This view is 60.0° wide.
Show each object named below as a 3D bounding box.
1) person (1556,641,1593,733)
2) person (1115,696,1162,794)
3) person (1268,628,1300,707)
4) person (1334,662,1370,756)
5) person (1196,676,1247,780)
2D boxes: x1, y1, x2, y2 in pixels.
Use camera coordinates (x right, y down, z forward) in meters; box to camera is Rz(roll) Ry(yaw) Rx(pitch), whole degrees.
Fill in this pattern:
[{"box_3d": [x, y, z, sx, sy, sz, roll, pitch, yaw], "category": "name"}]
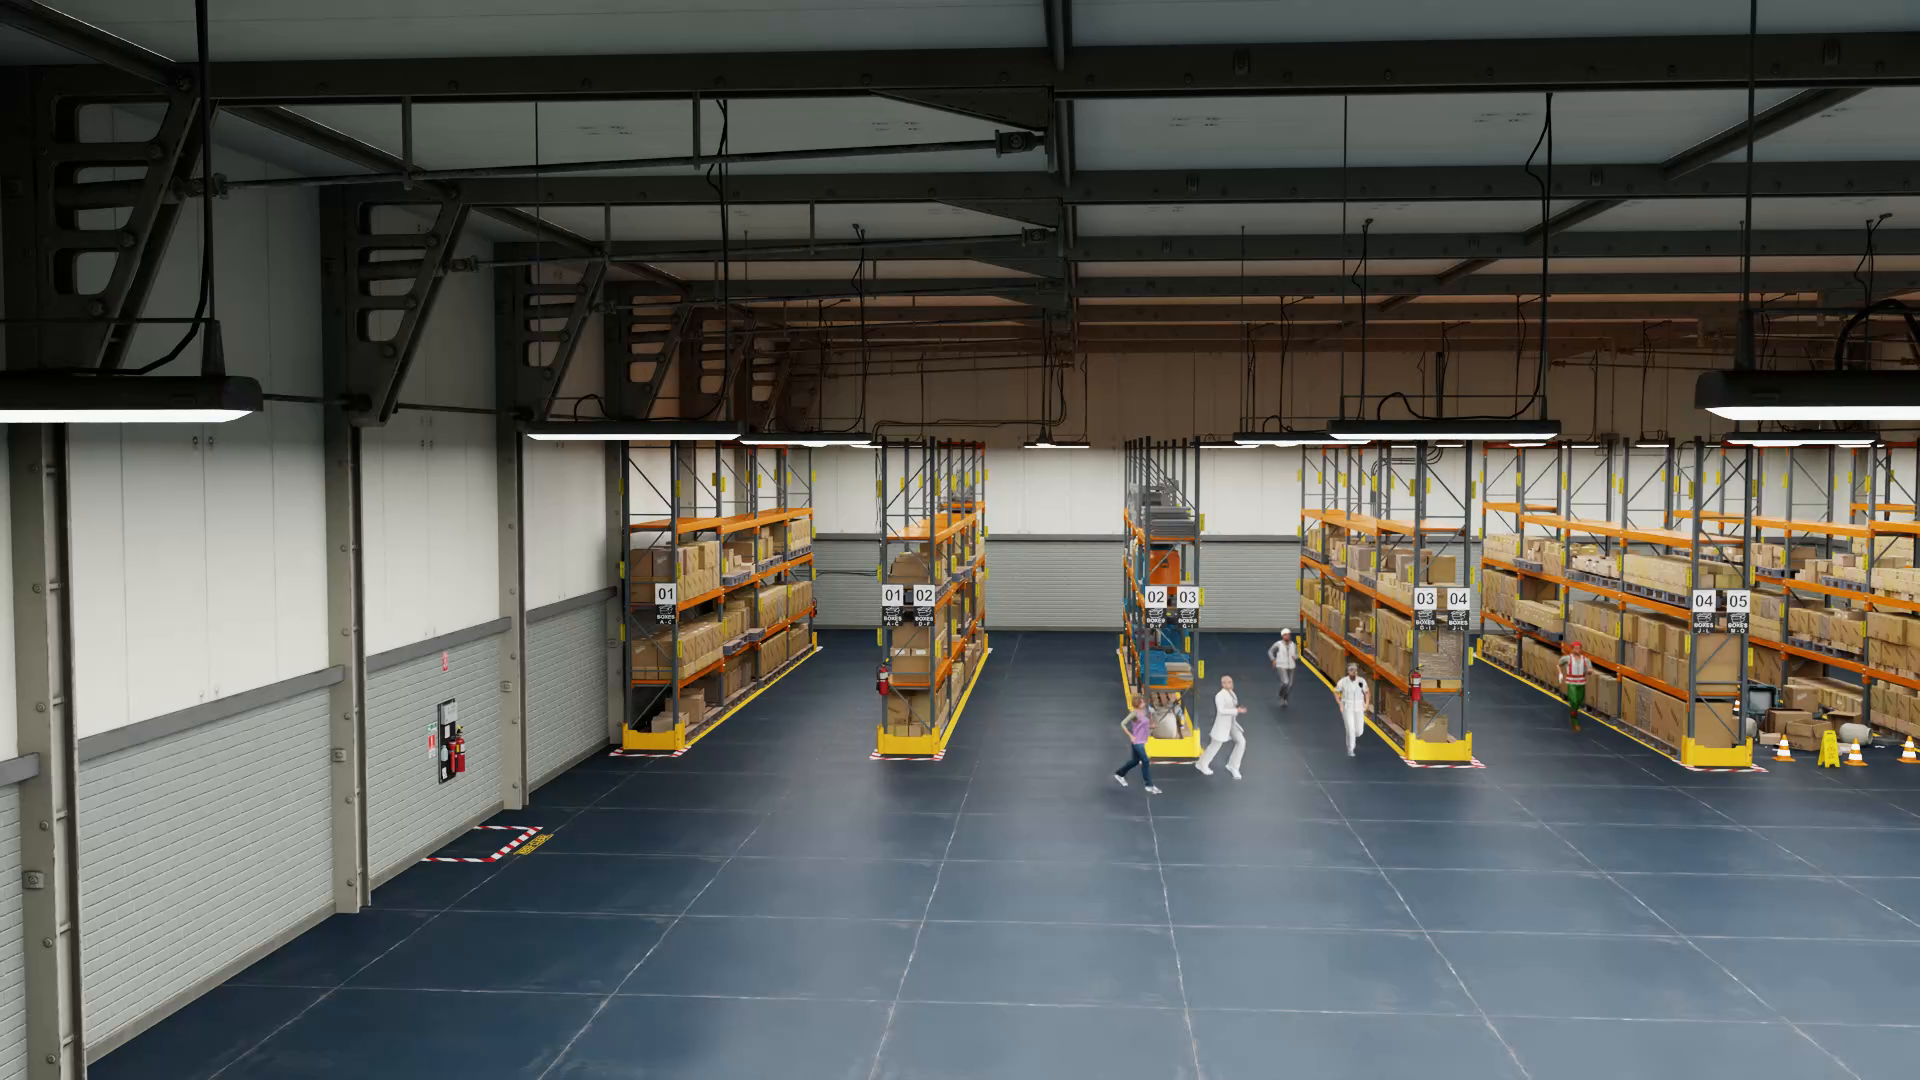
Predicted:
[{"box_3d": [12.622, 2.978, 34.095, 0.650, 1.810, 0.925, 0, 3, -1], "category": "person"}, {"box_3d": [2.978, 3.409, 27.844, 0.878, 1.596, 0.531, 2, 3, 27], "category": "person"}, {"box_3d": [7.273, 2.853, 37.120, 0.633, 1.754, 0.683, -1, 3, -12], "category": "person"}, {"box_3d": [7.423, 3.175, 31.481, 0.672, 1.746, 0.653, 0, 3, 0], "category": "person"}, {"box_3d": [4.628, 3.281, 29.126, 0.972, 1.828, 0.732, 3, 4, 39], "category": "person"}]
